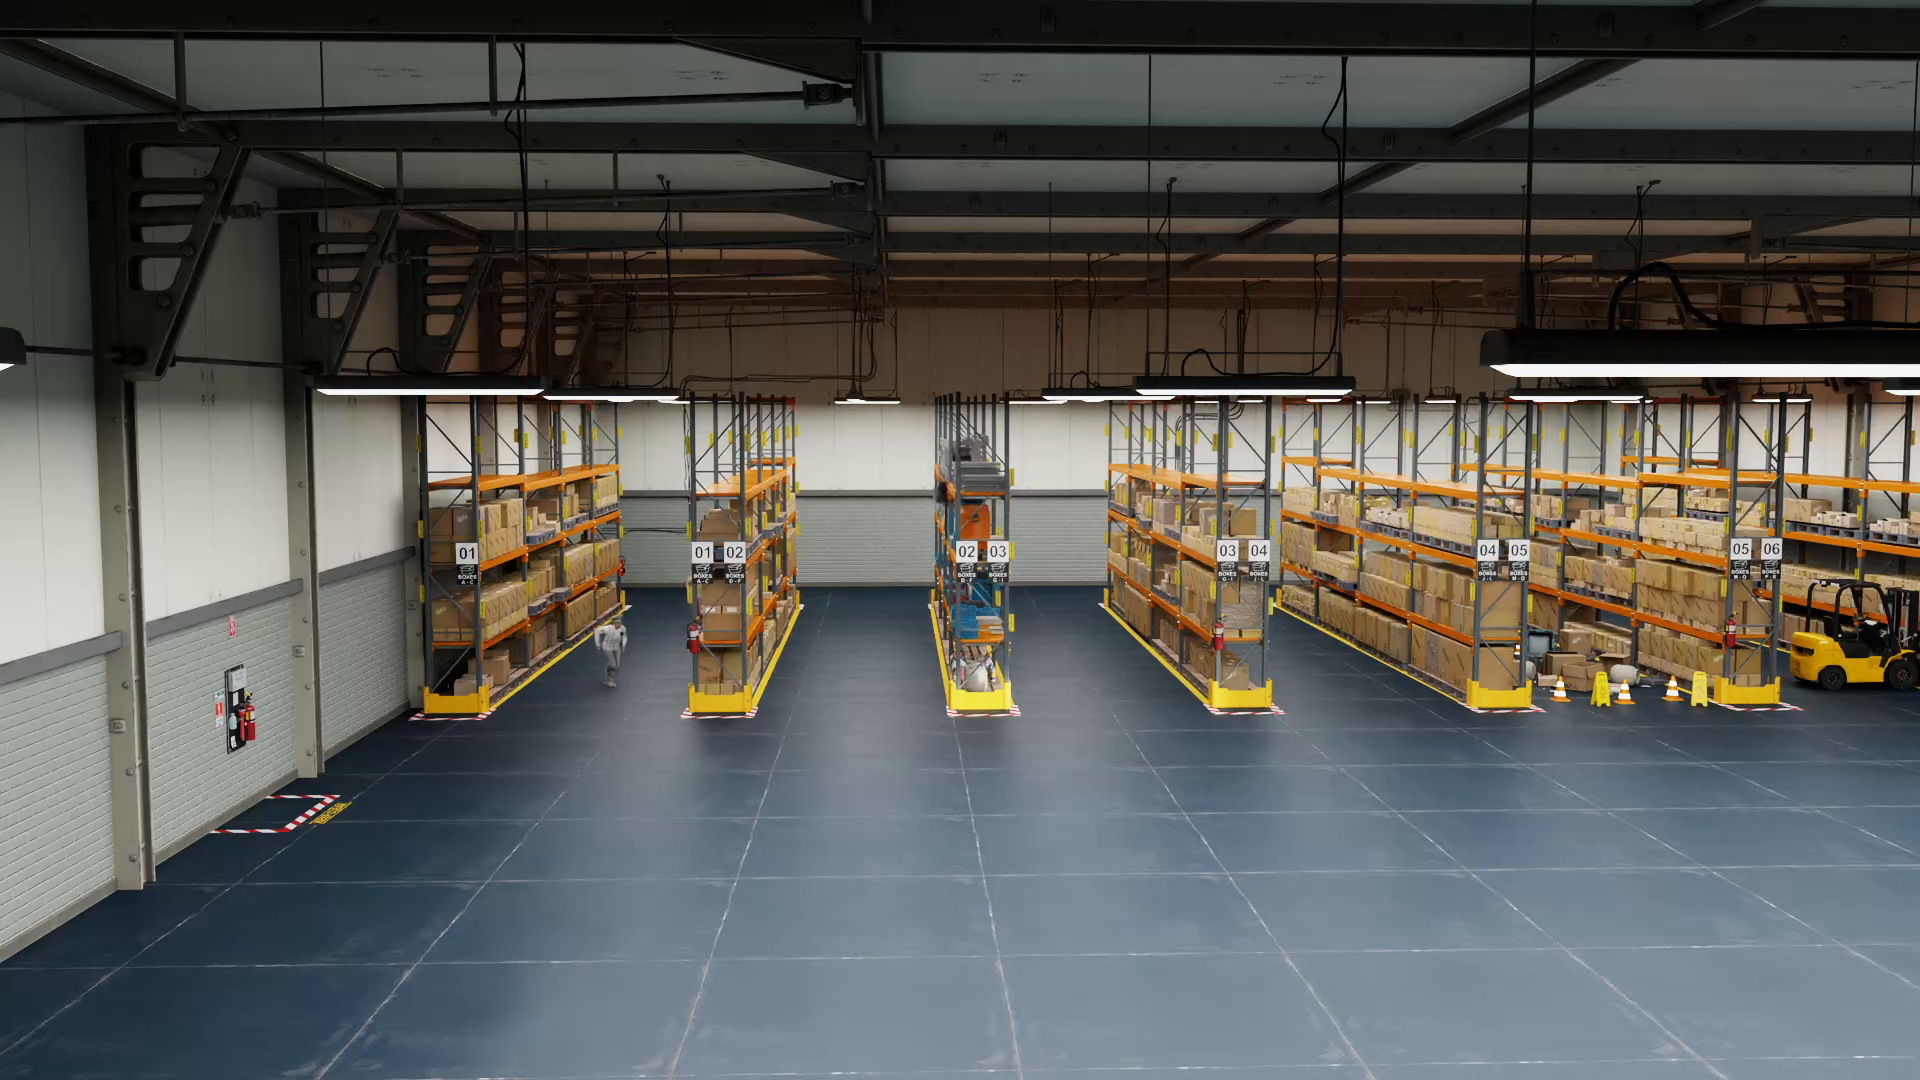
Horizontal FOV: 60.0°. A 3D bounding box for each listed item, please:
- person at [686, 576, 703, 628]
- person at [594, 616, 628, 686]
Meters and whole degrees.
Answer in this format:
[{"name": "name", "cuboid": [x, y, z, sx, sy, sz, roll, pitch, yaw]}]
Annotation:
[{"name": "person", "cuboid": [-6.719, 1.487, 42.486, 0.563, 1.688, 0.688, -1, 5, -9]}, {"name": "person", "cuboid": [-7.095, 2.269, 33.837, 0.654, 1.499, 0.794, -3, 5, -32]}]
